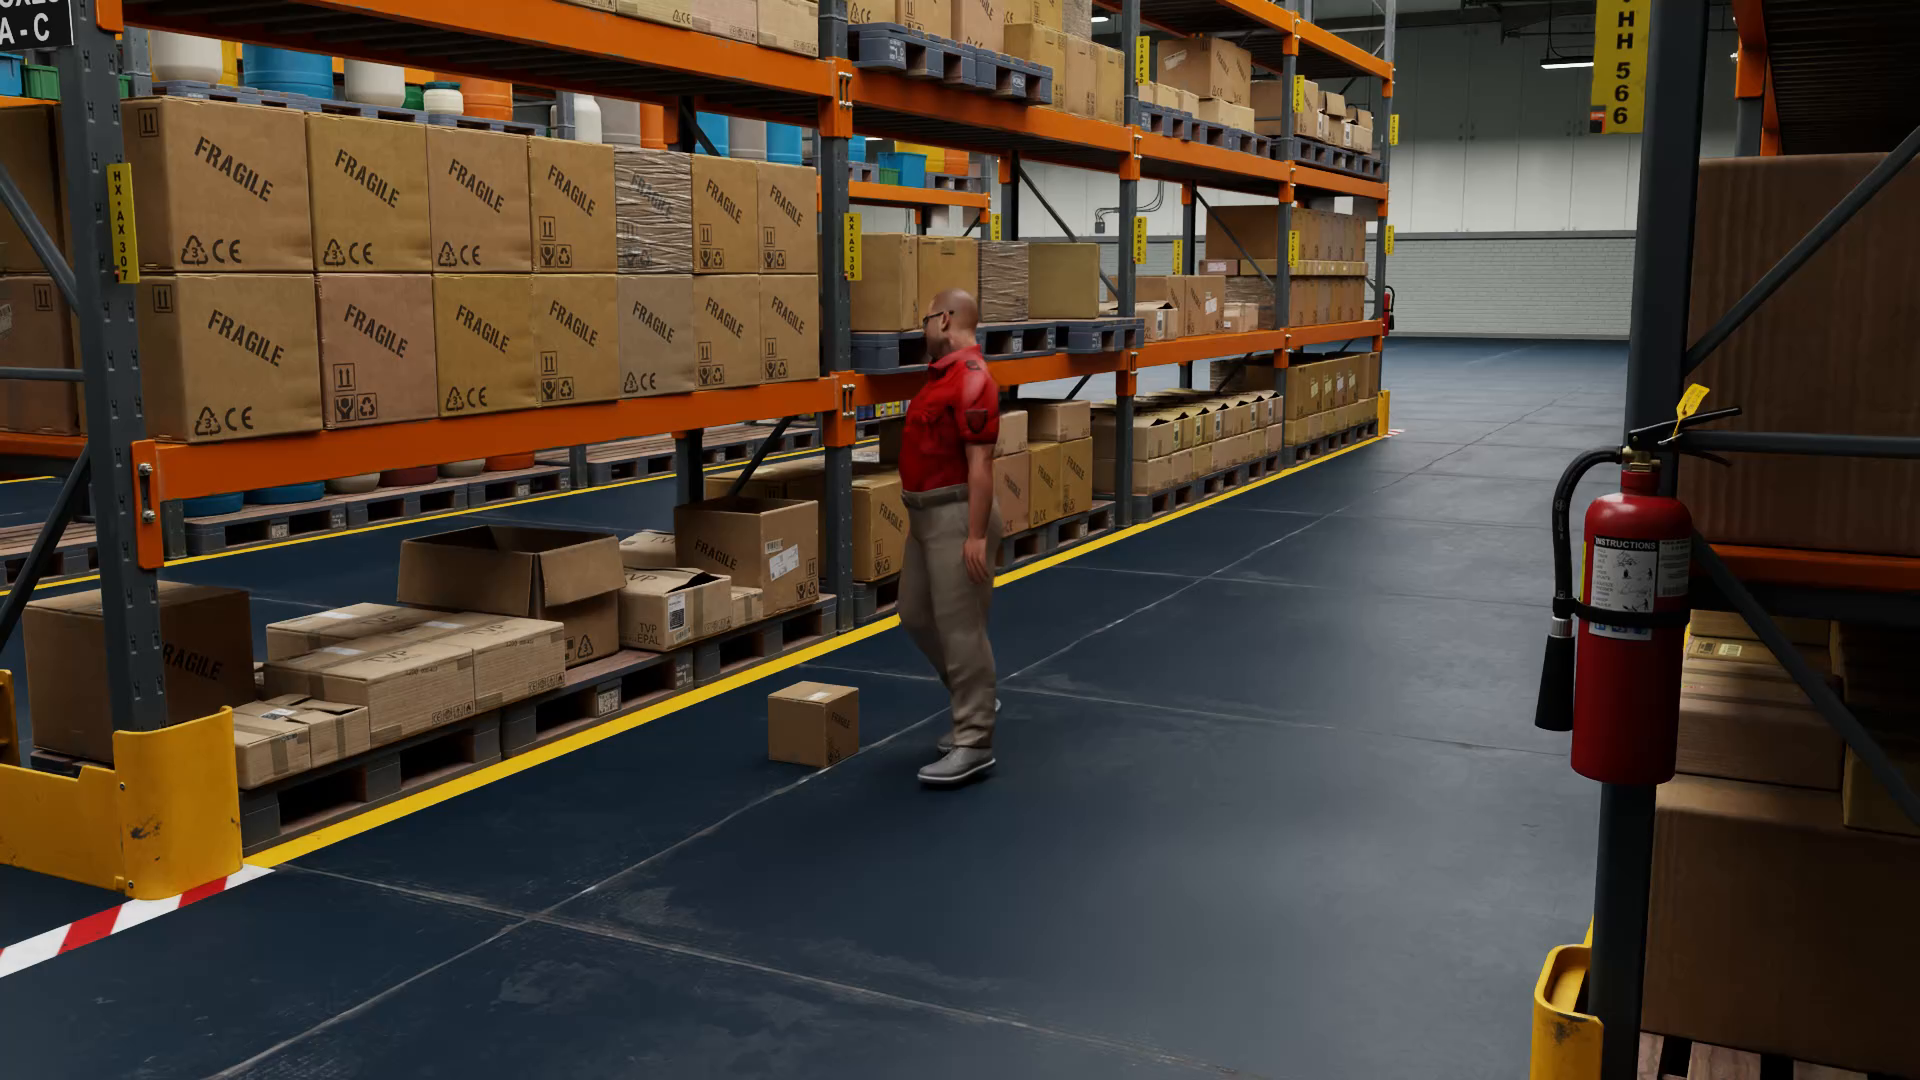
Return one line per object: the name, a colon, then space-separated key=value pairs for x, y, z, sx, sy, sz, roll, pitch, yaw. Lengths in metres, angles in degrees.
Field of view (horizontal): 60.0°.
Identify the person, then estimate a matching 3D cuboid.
person: x=0.004 y=-0.037 z=6.025 sx=0.434 sy=1.731 sz=0.601 roll=-2 pitch=9 yaw=-13
